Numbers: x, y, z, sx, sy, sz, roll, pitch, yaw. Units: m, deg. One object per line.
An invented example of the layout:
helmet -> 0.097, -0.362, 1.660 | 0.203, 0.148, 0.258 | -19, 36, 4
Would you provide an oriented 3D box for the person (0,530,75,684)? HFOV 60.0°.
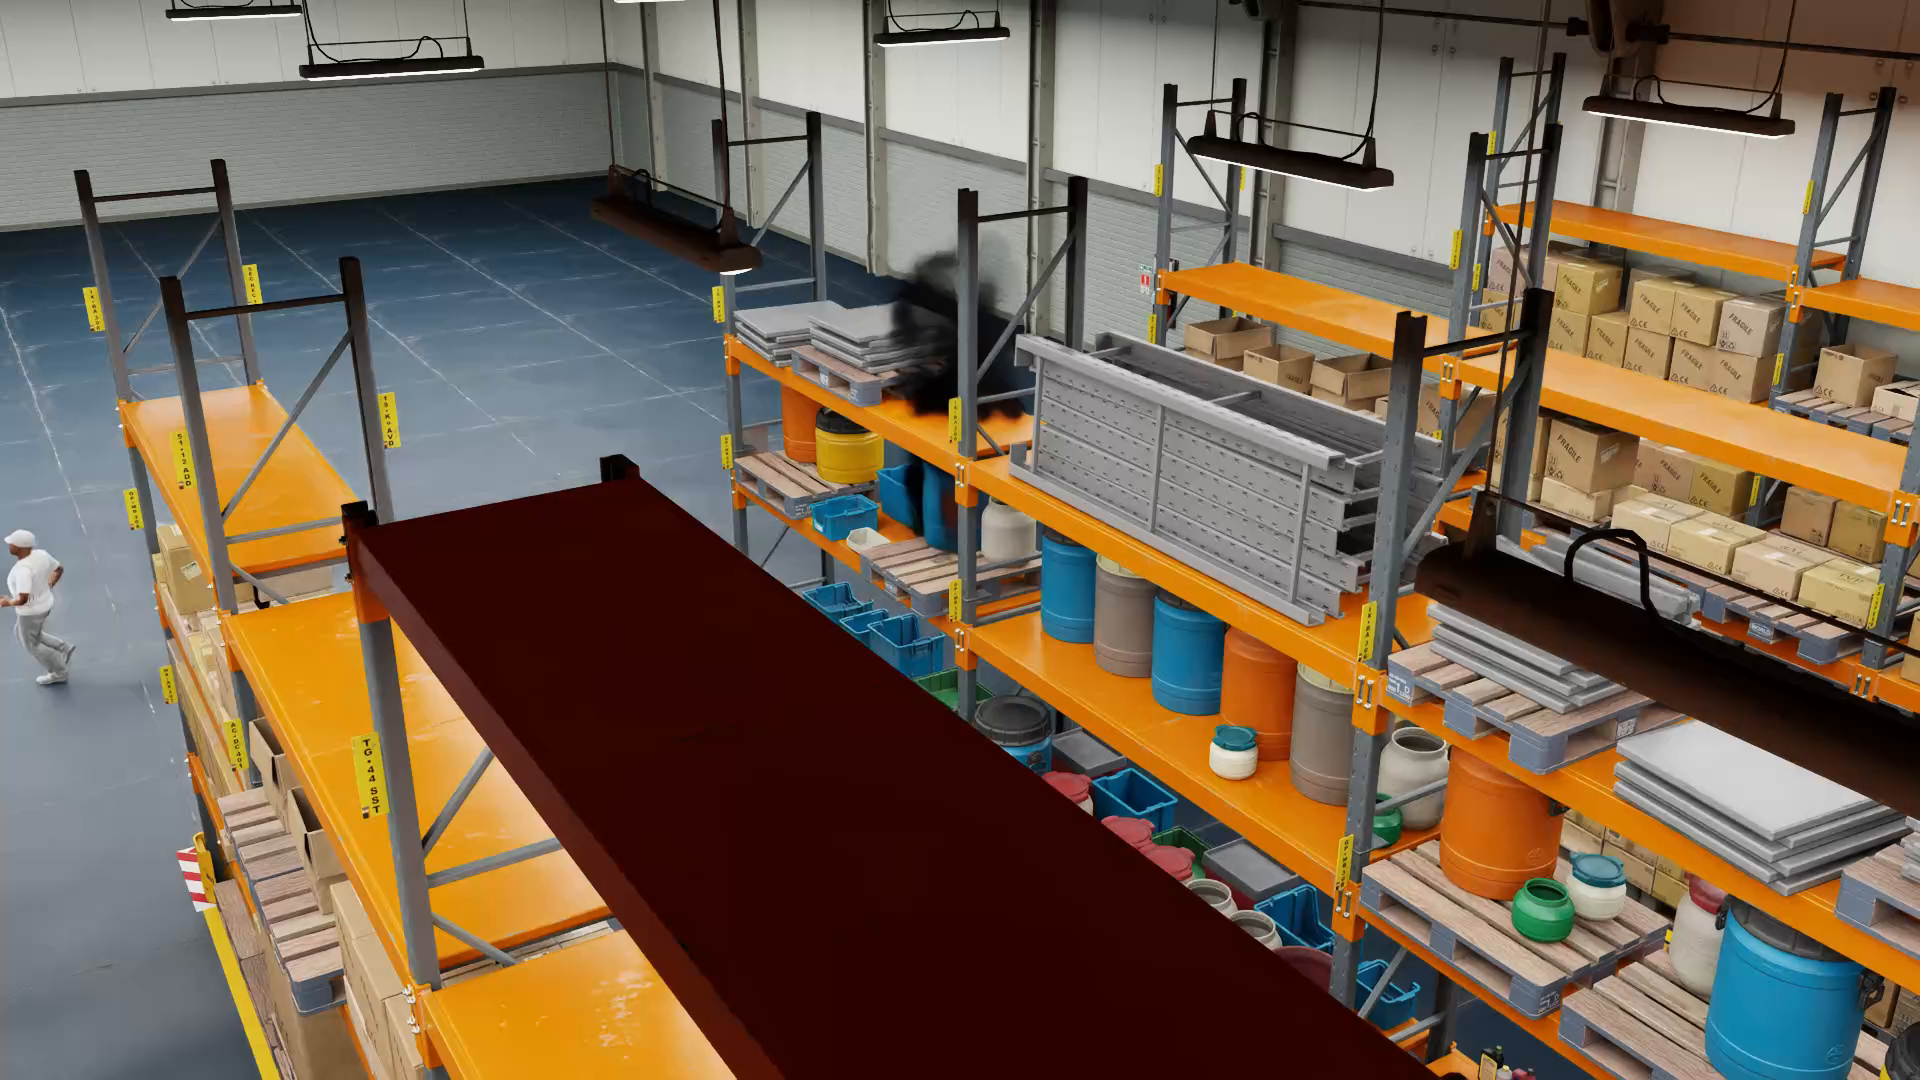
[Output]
person -> -9.678, 0.699, 17.339 | 0.576, 1.718, 0.698 | -3, 22, -8
